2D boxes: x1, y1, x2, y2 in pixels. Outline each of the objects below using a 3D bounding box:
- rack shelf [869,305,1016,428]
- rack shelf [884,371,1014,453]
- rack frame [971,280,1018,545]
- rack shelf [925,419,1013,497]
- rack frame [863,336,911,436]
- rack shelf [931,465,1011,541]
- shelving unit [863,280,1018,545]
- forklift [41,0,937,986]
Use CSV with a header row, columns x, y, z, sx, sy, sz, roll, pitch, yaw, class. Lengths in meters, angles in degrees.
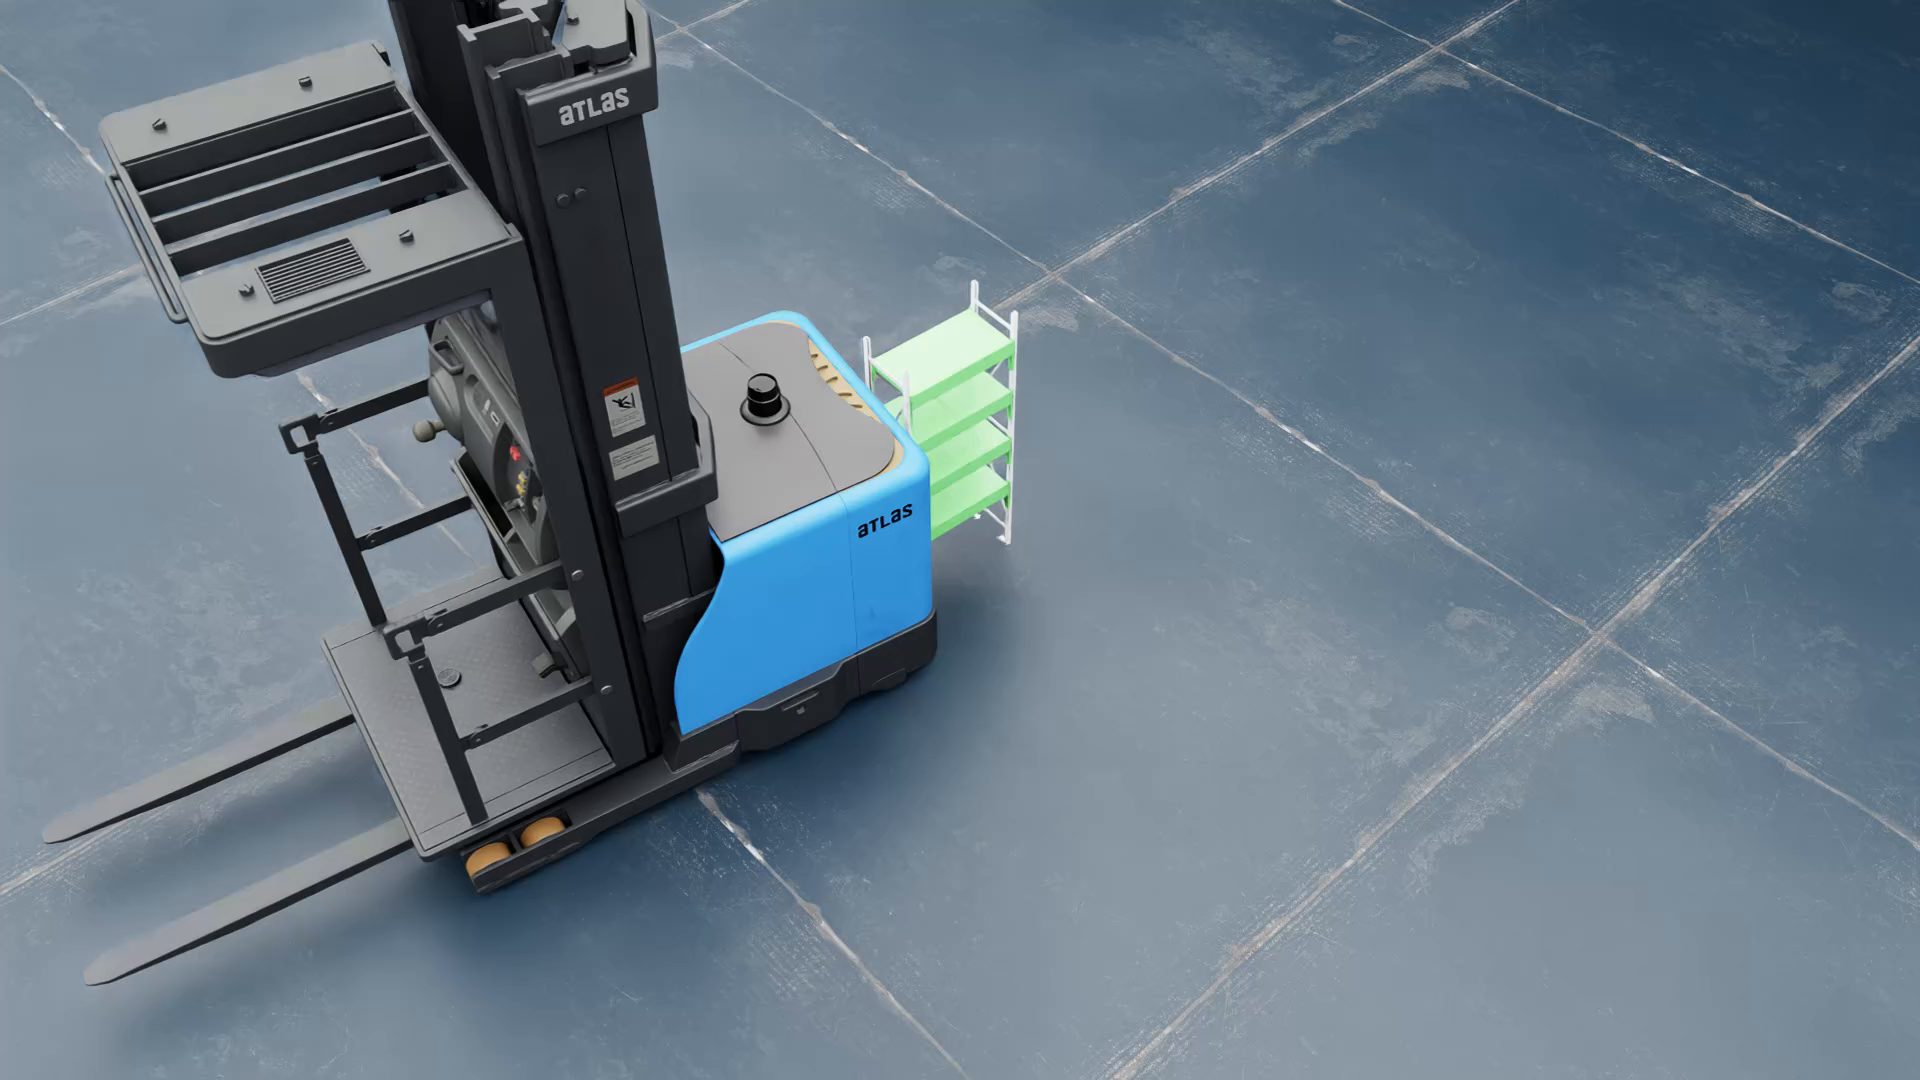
x,y,z,sx,sy,sz,roll,pitch,yaw,class
-0.066,-0.625,5.944,0.480,0.148,0.258,-31,55,-26,rack shelf
-0.066,-0.462,6.121,0.480,0.148,0.258,-31,55,-26,rack shelf
0.123,-0.457,6.355,0.015,1.200,0.240,-31,55,-26,rack frame
-0.066,-0.300,6.297,0.480,0.148,0.258,-31,55,-26,rack shelf
-0.254,-0.229,6.145,0.015,1.200,0.240,-31,55,-26,rack frame
-0.066,-0.137,6.473,0.480,0.148,0.258,-31,55,-26,rack shelf
-0.066,-0.343,6.250,0.503,1.200,0.258,-31,55,-26,shelving unit
-1.608,-0.254,4.990,3.031,2.935,1.130,-25,52,-21,forklift
